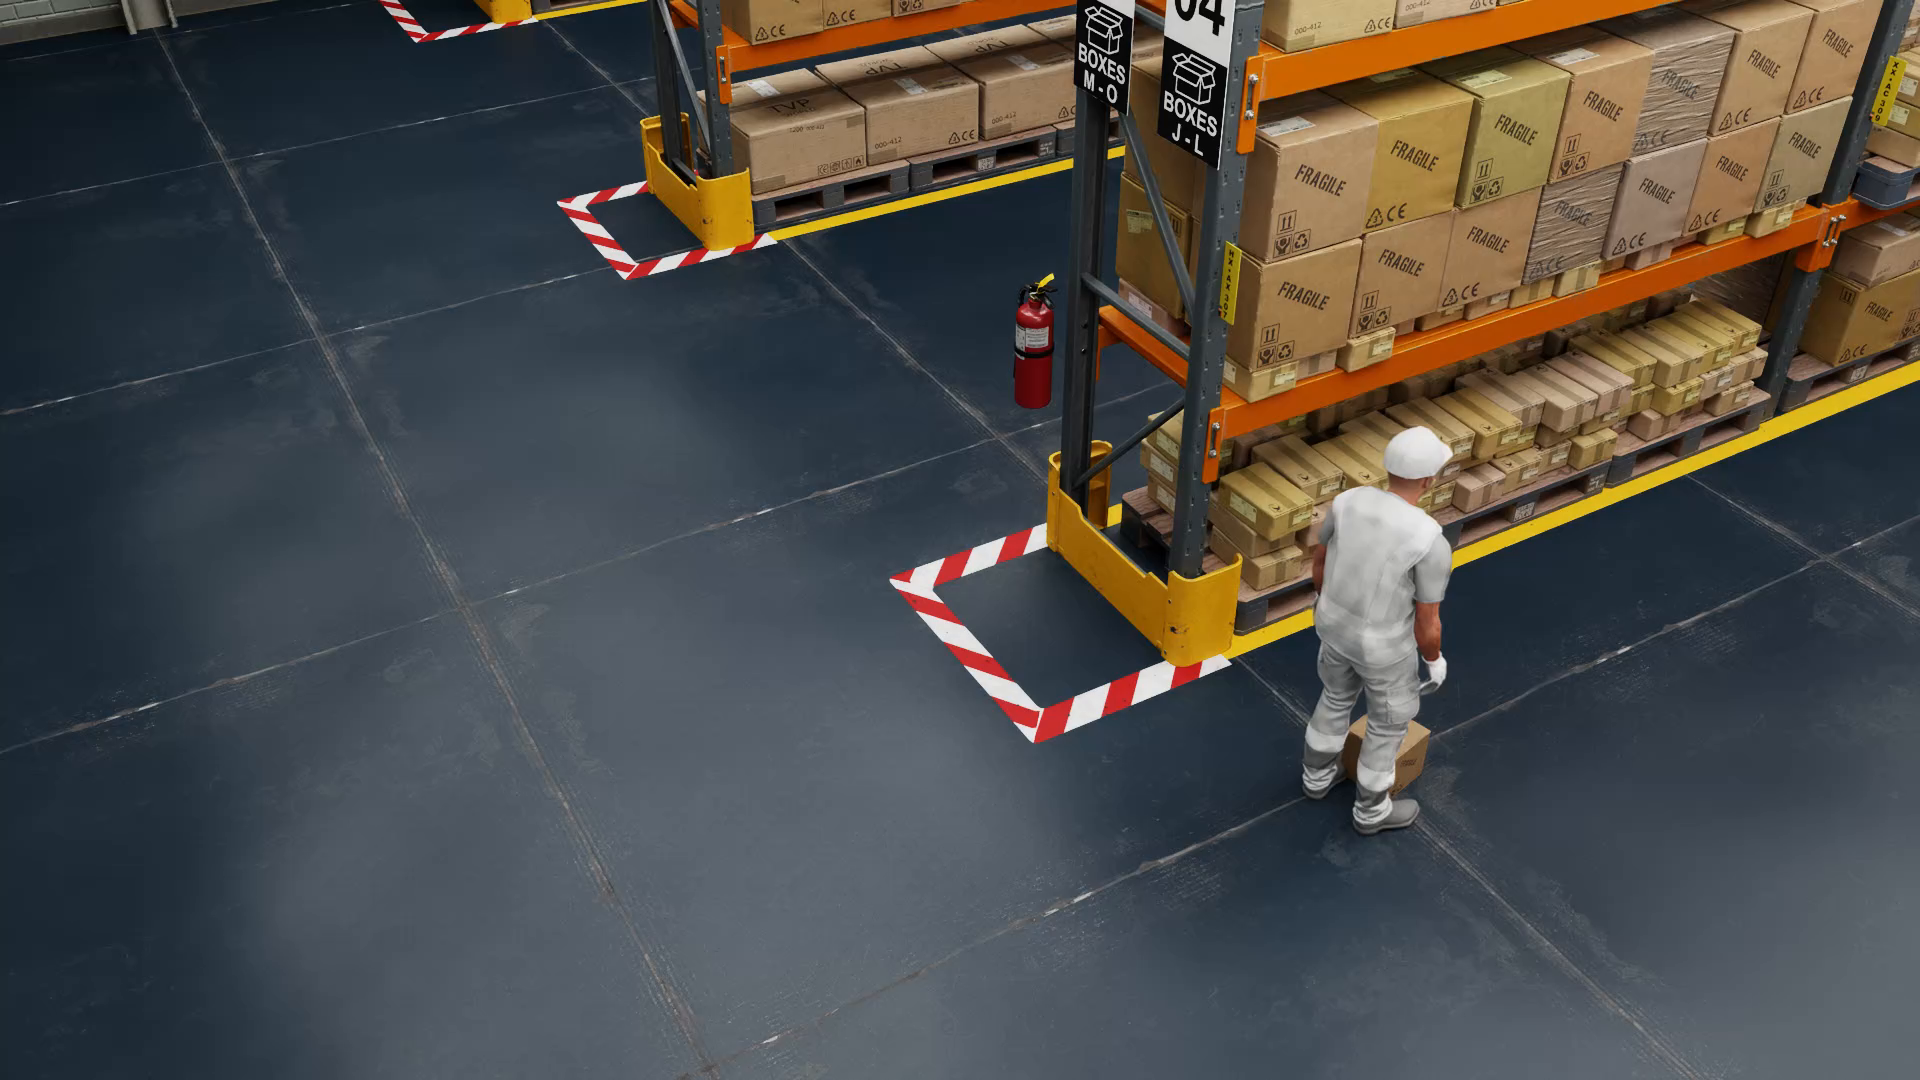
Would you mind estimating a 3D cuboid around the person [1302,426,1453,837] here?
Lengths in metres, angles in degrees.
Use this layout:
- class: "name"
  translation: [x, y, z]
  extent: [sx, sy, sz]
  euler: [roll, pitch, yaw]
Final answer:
- class: "person"
  translation: [1.609, 0.359, 6.430]
  extent: [0.453, 1.779, 0.621]
  euler: [-25, 43, -30]
